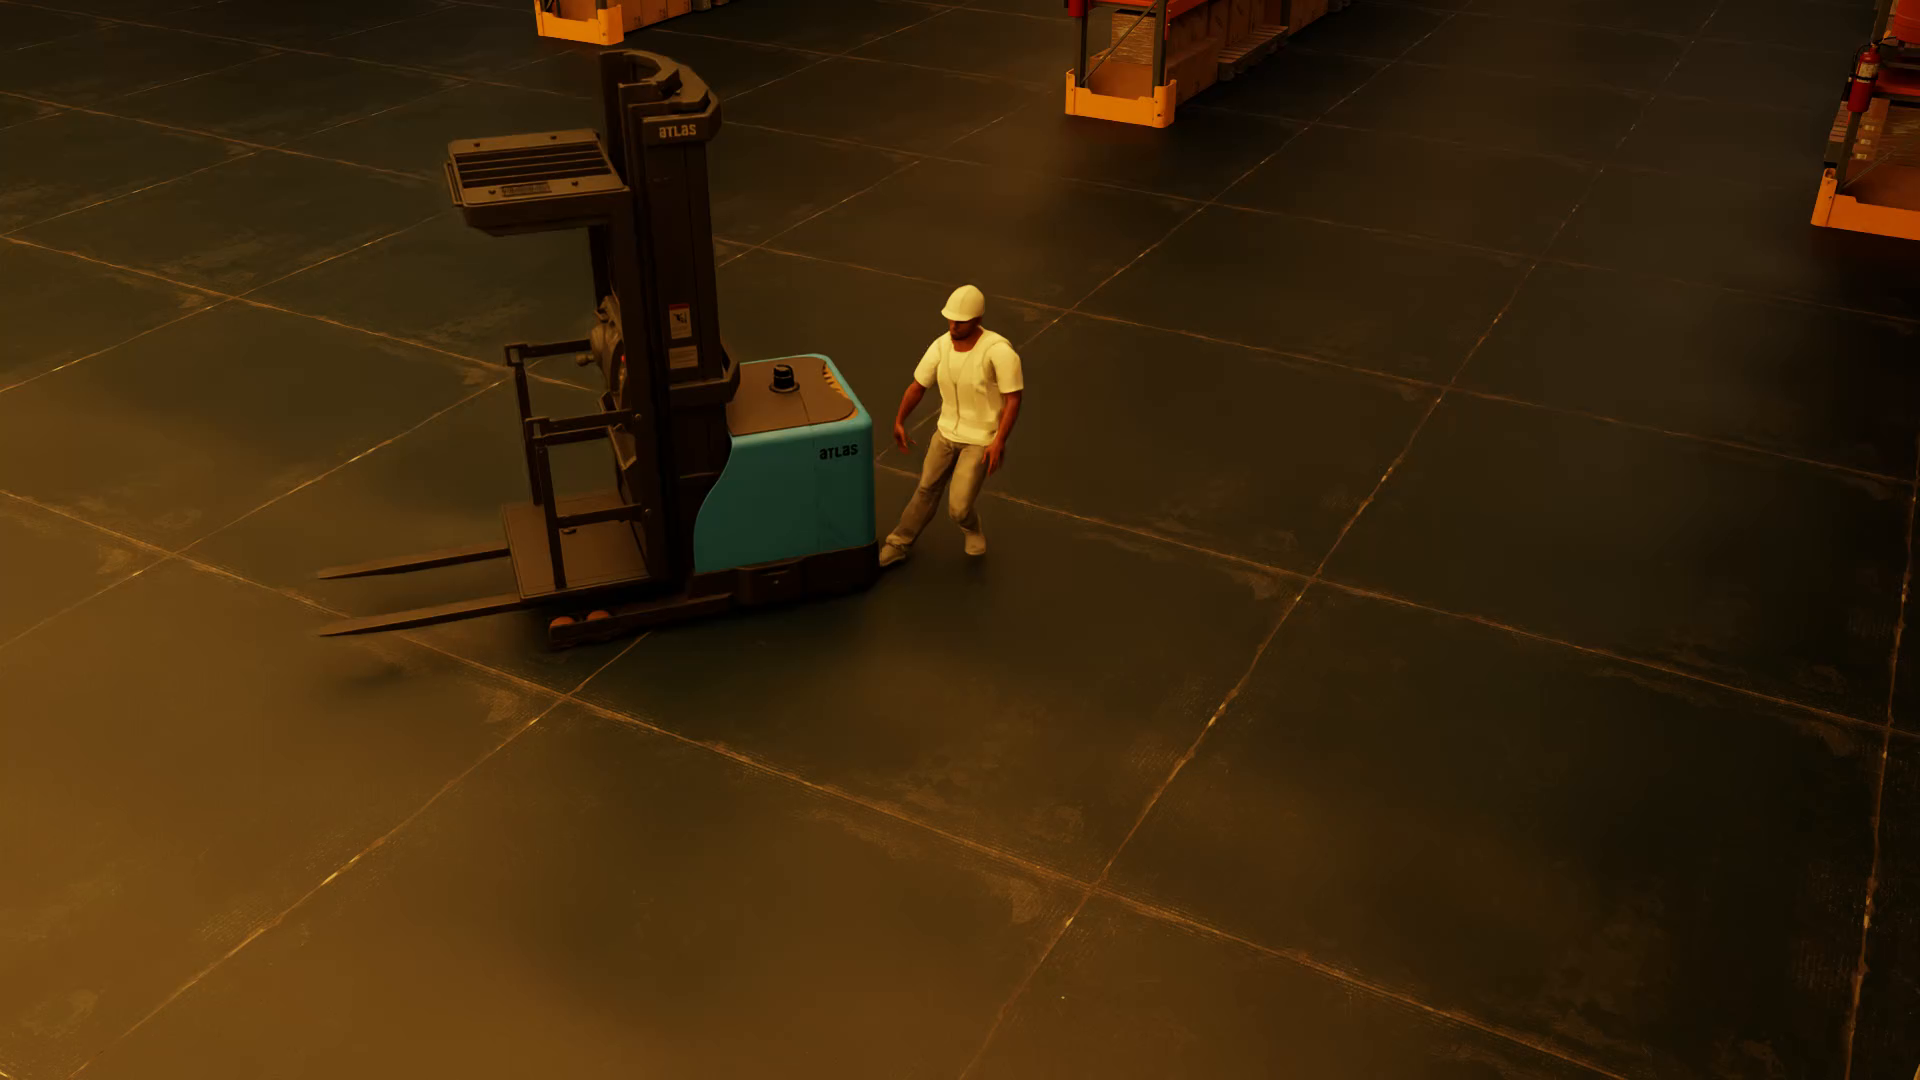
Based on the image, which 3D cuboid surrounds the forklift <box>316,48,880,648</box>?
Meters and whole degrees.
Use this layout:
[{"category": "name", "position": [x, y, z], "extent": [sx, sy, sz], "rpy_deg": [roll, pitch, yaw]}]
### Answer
[{"category": "forklift", "position": [-2.035, -0.982, 8.773], "extent": [3.031, 2.935, 1.130], "rpy_deg": [-10, 31, -16]}]

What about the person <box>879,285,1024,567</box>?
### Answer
[{"category": "person", "position": [-0.087, -0.567, 9.308], "extent": [0.752, 1.692, 0.733], "rpy_deg": [24, 38, 35]}]
